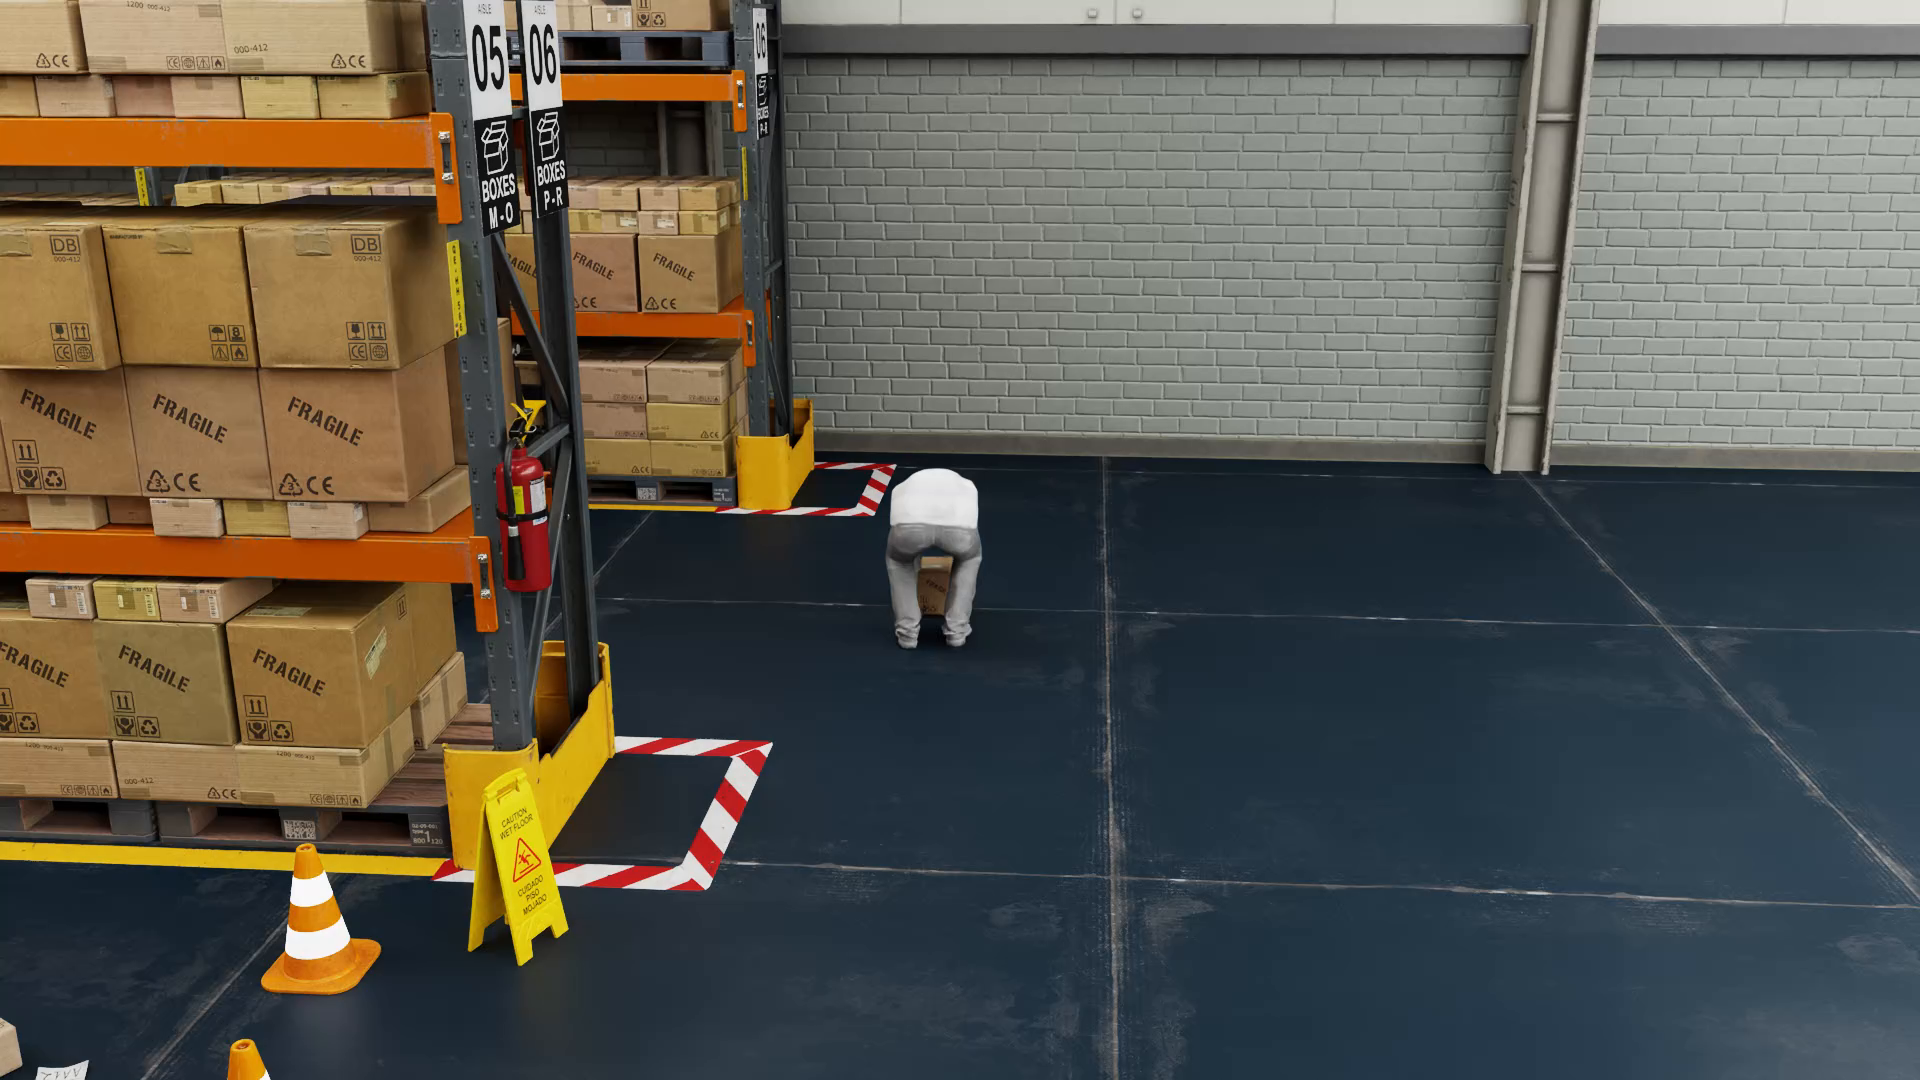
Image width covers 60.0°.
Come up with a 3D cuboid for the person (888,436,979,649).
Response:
[{"bbox_3d":[-0.135,-0.048,8.823,0.478,1.077,1.011,1,17,2],"label":"person"}]
